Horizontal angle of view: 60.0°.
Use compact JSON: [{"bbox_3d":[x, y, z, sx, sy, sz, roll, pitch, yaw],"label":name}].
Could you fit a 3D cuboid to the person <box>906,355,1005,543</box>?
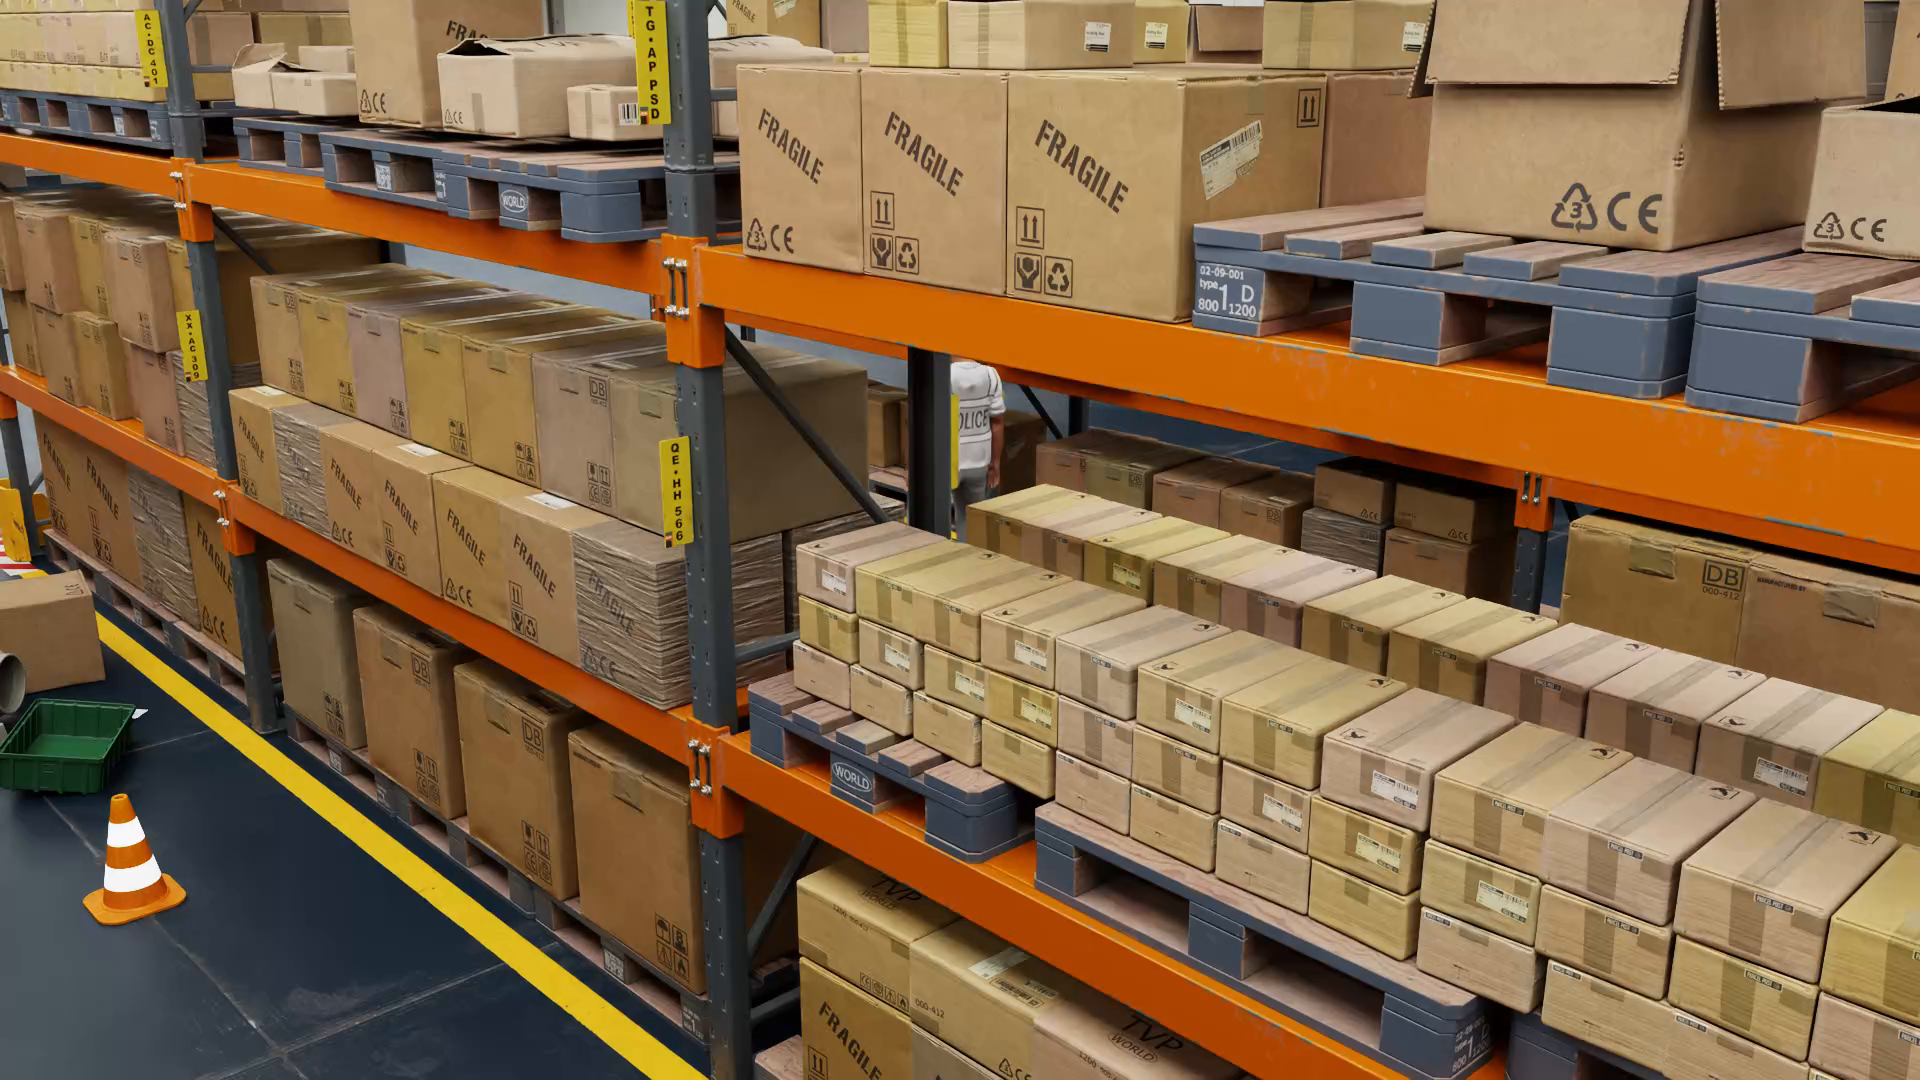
[{"bbox_3d":[-0.058,-0.469,10.053,0.613,1.746,0.538,-10,20,-28],"label":"person"}]
